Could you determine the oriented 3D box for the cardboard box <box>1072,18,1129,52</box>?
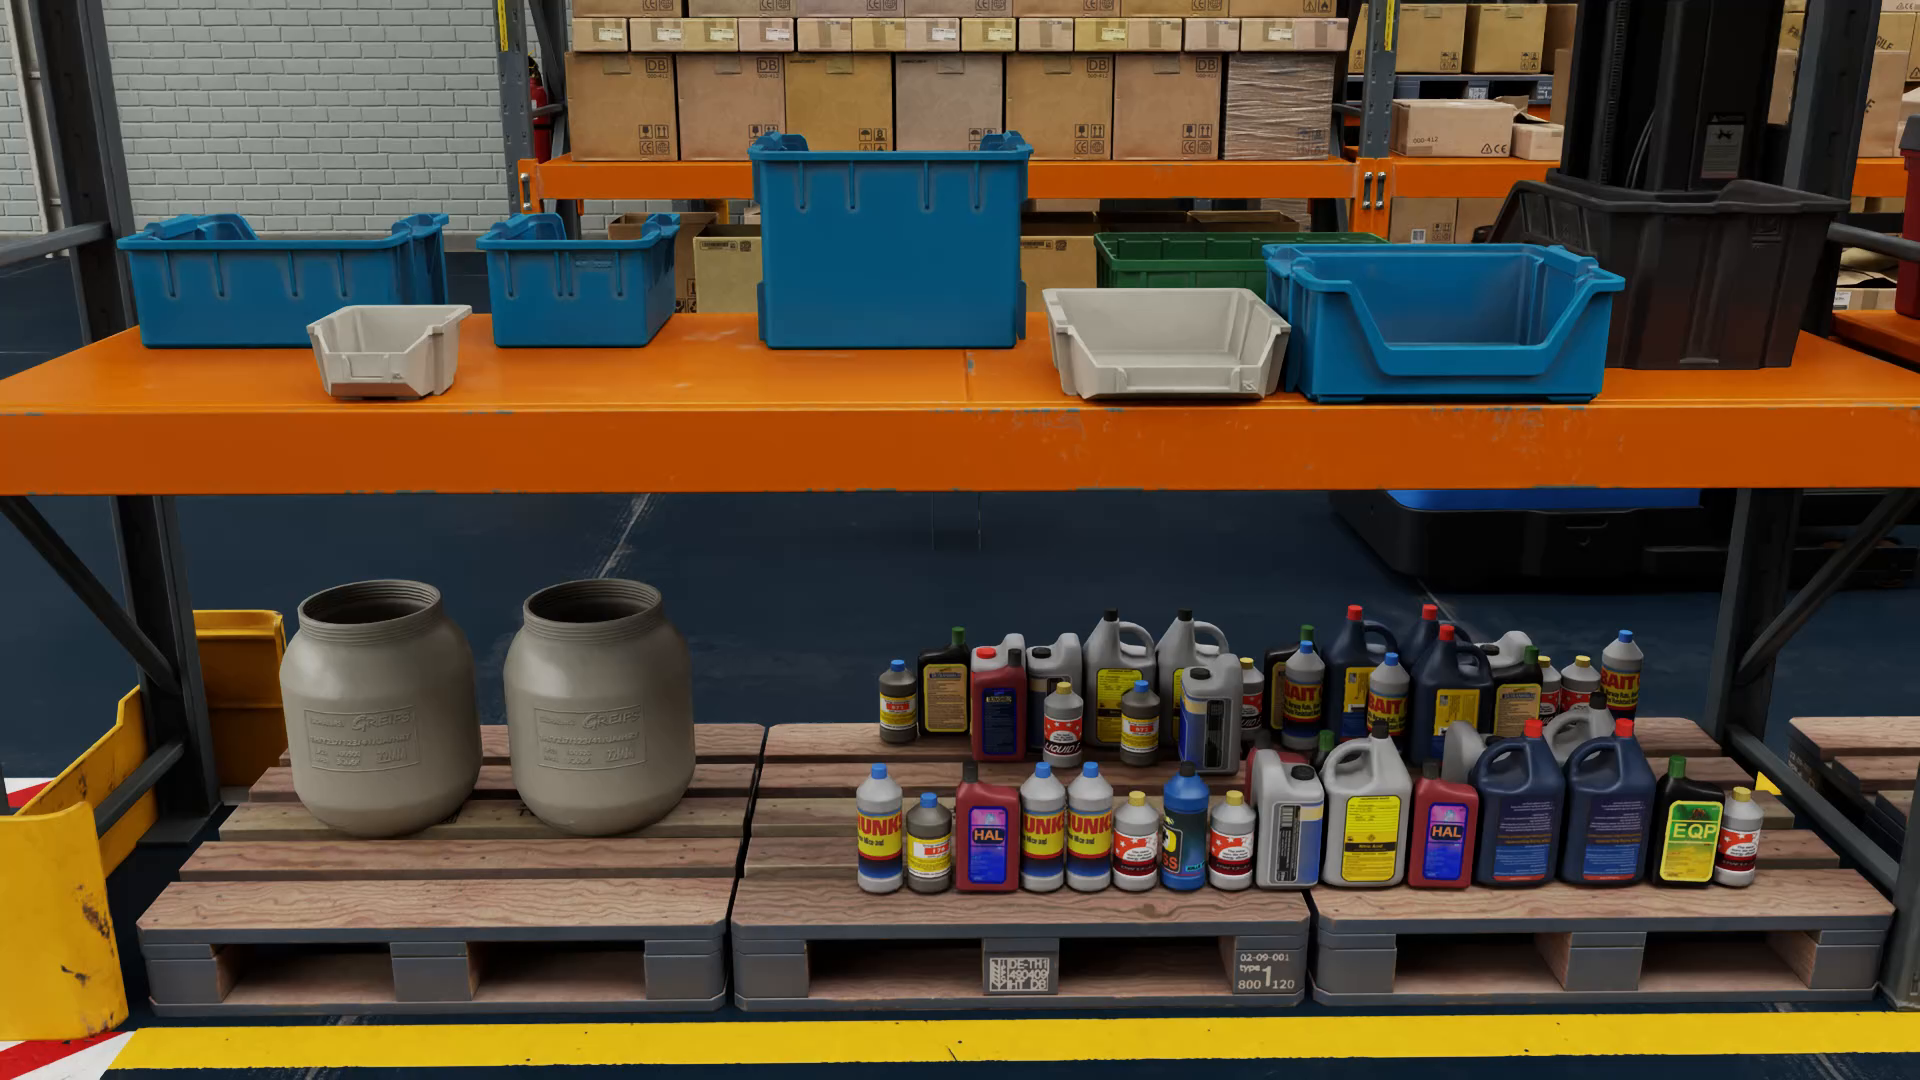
[{"bbox_3d":[0.652,-2.393,7.871,0.250,0.149,0.380,0,18,-1],"label":"cardboard box"}]

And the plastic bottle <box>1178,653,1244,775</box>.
[{"bbox_3d":[0.613,0.418,4.073,0.135,0.276,0.152,0,18,-1],"label":"plastic bottle"}]

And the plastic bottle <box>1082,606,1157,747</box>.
[{"bbox_3d":[0.399,0.338,4.199,0.185,0.351,0.144,0,18,1],"label":"plastic bottle"}]

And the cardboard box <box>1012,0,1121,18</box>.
[{"bbox_3d":[0.489,-2.764,7.965,0.500,0.500,0.700,0,18,-1],"label":"cardboard box"}]

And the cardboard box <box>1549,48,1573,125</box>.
[{"bbox_3d":[3.233,-2.156,8.195,0.500,0.500,0.500,1,18,3],"label":"cardboard box"}]

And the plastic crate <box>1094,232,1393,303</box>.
[{"bbox_3d":[0.651,-0.573,3.771,0.662,0.188,0.450,0,18,-1],"label":"plastic crate"}]

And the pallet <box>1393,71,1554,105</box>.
[{"bbox_3d":[3.877,-3.526,12.944,1.213,0.211,1.003,0,18,-1],"label":"pallet"}]

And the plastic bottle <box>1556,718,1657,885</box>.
[{"bbox_3d":[1.373,0.548,3.544,0.185,0.351,0.144,-1,18,-2],"label":"plastic bottle"}]

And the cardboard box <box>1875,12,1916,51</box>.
[{"bbox_3d":[6.869,-3.762,12.682,0.500,0.500,0.500,0,18,1],"label":"cardboard box"}]

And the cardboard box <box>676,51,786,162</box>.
[{"bbox_3d":[-1.069,-2.138,8.139,0.500,0.500,0.700,0,18,1],"label":"cardboard box"}]

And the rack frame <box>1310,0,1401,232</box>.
[{"bbox_3d":[1.938,-2.108,8.207,0.127,3.000,1.000,0,18,-1],"label":"rack frame"}]

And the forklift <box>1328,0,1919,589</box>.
[{"bbox_3d":[3.044,-1.382,6.056,3.031,2.935,1.130,-1,18,-3],"label":"forklift"}]

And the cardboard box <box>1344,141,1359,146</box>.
[{"bbox_3d":[3.032,-3.009,13.160,0.500,0.250,0.500,-1,18,-2],"label":"cardboard box"}]

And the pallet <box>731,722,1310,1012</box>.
[{"bbox_3d":[0.118,0.730,3.925,1.213,0.211,1.003,0,18,-1],"label":"pallet"}]

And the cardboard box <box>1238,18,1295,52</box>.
[{"bbox_3d":[1.423,-2.397,7.883,0.250,0.149,0.380,-1,18,-2],"label":"cardboard box"}]

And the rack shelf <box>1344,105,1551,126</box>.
[{"bbox_3d":[3.856,-3.288,13.063,4.000,0.370,1.077,0,18,-1],"label":"rack shelf"}]

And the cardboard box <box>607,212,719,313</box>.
[{"bbox_3d":[-1.530,-1.429,8.679,0.500,0.500,0.500,0,18,-1],"label":"cardboard box"}]

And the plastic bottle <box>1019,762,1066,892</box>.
[{"bbox_3d":[0.174,0.599,3.516,0.097,0.271,0.097,0,18,0],"label":"plastic bottle"}]

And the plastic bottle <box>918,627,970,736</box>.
[{"bbox_3d":[-0.041,0.360,4.242,0.133,0.283,0.061,0,18,0],"label":"plastic bottle"}]

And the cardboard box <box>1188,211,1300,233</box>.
[{"bbox_3d":[1.470,-1.449,8.739,0.500,0.500,0.500,0,18,-1],"label":"cardboard box"}]

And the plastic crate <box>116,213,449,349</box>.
[{"bbox_3d":[-1.491,-0.598,3.746,0.616,0.251,0.499,0,18,-1],"label":"plastic crate"}]

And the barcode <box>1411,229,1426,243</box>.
[{"bbox_3d":[2.200,-1.458,7.982,0.075,0.075,0.001,0,18,-1],"label":"barcode"}]

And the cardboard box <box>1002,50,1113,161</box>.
[{"bbox_3d":[0.466,-2.145,8.161,0.500,0.500,0.700,0,18,0],"label":"cardboard box"}]

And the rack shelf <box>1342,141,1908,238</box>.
[{"bbox_3d":[3.938,-1.775,8.347,4.000,0.370,1.077,0,18,-1],"label":"rack shelf"}]

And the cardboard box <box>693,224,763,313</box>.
[{"bbox_3d":[-1.022,-1.274,8.194,0.500,0.500,0.500,0,18,-1],"label":"cardboard box"}]

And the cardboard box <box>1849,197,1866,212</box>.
[{"bbox_3d":[6.593,-2.780,13.134,0.750,0.750,0.750,-1,18,-2],"label":"cardboard box"}]

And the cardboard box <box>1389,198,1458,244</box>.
[{"bbox_3d":[3.619,-2.656,13.289,0.500,0.500,0.700,0,18,0],"label":"cardboard box"}]

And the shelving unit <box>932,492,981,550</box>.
[{"bbox_3d":[-0.014,-0.571,6.364,0.189,1.200,0.258,0,18,-1],"label":"shelving unit"}]

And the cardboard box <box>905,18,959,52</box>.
[{"bbox_3d":[-0.129,-2.388,7.856,0.250,0.149,0.380,0,18,0],"label":"cardboard box"}]

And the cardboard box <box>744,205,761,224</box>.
[{"bbox_3d":[-1.450,-2.506,13.131,0.500,0.311,0.500,-2,18,-7],"label":"cardboard box"}]

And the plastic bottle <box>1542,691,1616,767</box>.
[{"bbox_3d":[1.371,0.504,3.681,0.185,0.351,0.144,0,18,-1],"label":"plastic bottle"}]

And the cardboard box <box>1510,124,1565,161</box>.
[{"bbox_3d":[2.827,-1.930,8.064,0.250,0.149,0.380,0,18,-1],"label":"cardboard box"}]

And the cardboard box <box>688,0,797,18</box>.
[{"bbox_3d":[-1.016,-2.756,7.942,0.500,0.500,0.700,-1,18,-2],"label":"cardboard box"}]

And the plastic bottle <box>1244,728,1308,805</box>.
[{"bbox_3d":[0.694,0.550,3.649,0.133,0.283,0.061,0,18,-1],"label":"plastic bottle"}]

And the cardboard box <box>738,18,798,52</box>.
[{"bbox_3d":[-0.900,-2.384,7.844,0.250,0.149,0.380,-1,18,-2],"label":"cardboard box"}]

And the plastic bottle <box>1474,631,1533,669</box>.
[{"bbox_3d":[1.364,0.370,4.221,0.135,0.276,0.152,0,18,1],"label":"plastic bottle"}]

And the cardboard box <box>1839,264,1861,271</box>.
[{"bbox_3d":[4.374,-1.365,8.787,0.500,0.311,0.500,-1,18,-2],"label":"cardboard box"}]

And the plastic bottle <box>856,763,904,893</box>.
[{"bbox_3d":[-0.169,0.601,3.511,0.097,0.271,0.097,0,18,0],"label":"plastic bottle"}]

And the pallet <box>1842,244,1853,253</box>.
[{"bbox_3d":[6.645,-2.293,13.349,1.213,0.211,1.003,0,18,-1],"label":"pallet"}]

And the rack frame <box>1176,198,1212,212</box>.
[{"bbox_3d":[1.856,-3.620,12.923,0.127,3.000,1.000,0,18,-1],"label":"rack frame"}]

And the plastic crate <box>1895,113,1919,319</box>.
[{"bbox_3d":[2.492,-0.721,3.780,0.583,0.464,0.402,0,18,-1],"label":"plastic crate"}]

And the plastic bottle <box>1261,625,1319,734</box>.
[{"bbox_3d":[0.845,0.355,4.256,0.133,0.283,0.061,1,18,2],"label":"plastic bottle"}]

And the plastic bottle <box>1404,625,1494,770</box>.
[{"bbox_3d":[1.201,0.378,4.074,0.185,0.351,0.144,0,18,-1],"label":"plastic bottle"}]

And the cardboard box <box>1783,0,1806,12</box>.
[{"bbox_3d":[6.343,-4.119,12.567,0.500,0.250,0.500,0,18,0],"label":"cardboard box"}]

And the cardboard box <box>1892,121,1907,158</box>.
[{"bbox_3d":[4.664,-1.984,8.233,0.250,0.149,0.380,1,18,3],"label":"cardboard box"}]

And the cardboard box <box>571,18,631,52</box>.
[{"bbox_3d":[-1.665,-2.381,7.833,0.250,0.149,0.380,0,18,-1],"label":"cardboard box"}]

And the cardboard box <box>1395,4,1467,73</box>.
[{"bbox_3d":[3.583,-3.883,12.857,0.500,0.500,0.700,2,18,7],"label":"cardboard box"}]

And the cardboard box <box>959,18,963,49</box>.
[{"bbox_3d":[0.118,-2.513,8.246,0.250,0.149,0.380,0,18,-1],"label":"cardboard box"}]

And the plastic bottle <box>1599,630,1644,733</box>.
[{"bbox_3d":[1.687,0.363,4.253,0.097,0.271,0.097,0,18,0],"label":"plastic bottle"}]

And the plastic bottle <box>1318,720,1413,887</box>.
[{"bbox_3d":[0.859,0.551,3.536,0.185,0.351,0.144,0,18,-1],"label":"plastic bottle"}]

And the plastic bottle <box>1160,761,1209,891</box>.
[{"bbox_3d":[0.476,0.598,3.520,0.097,0.271,0.097,0,18,0],"label":"plastic bottle"}]

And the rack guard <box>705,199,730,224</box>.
[{"bbox_3d":[-2.067,-2.411,13.246,0.348,0.500,1.175,0,18,-1],"label":"rack guard"}]
